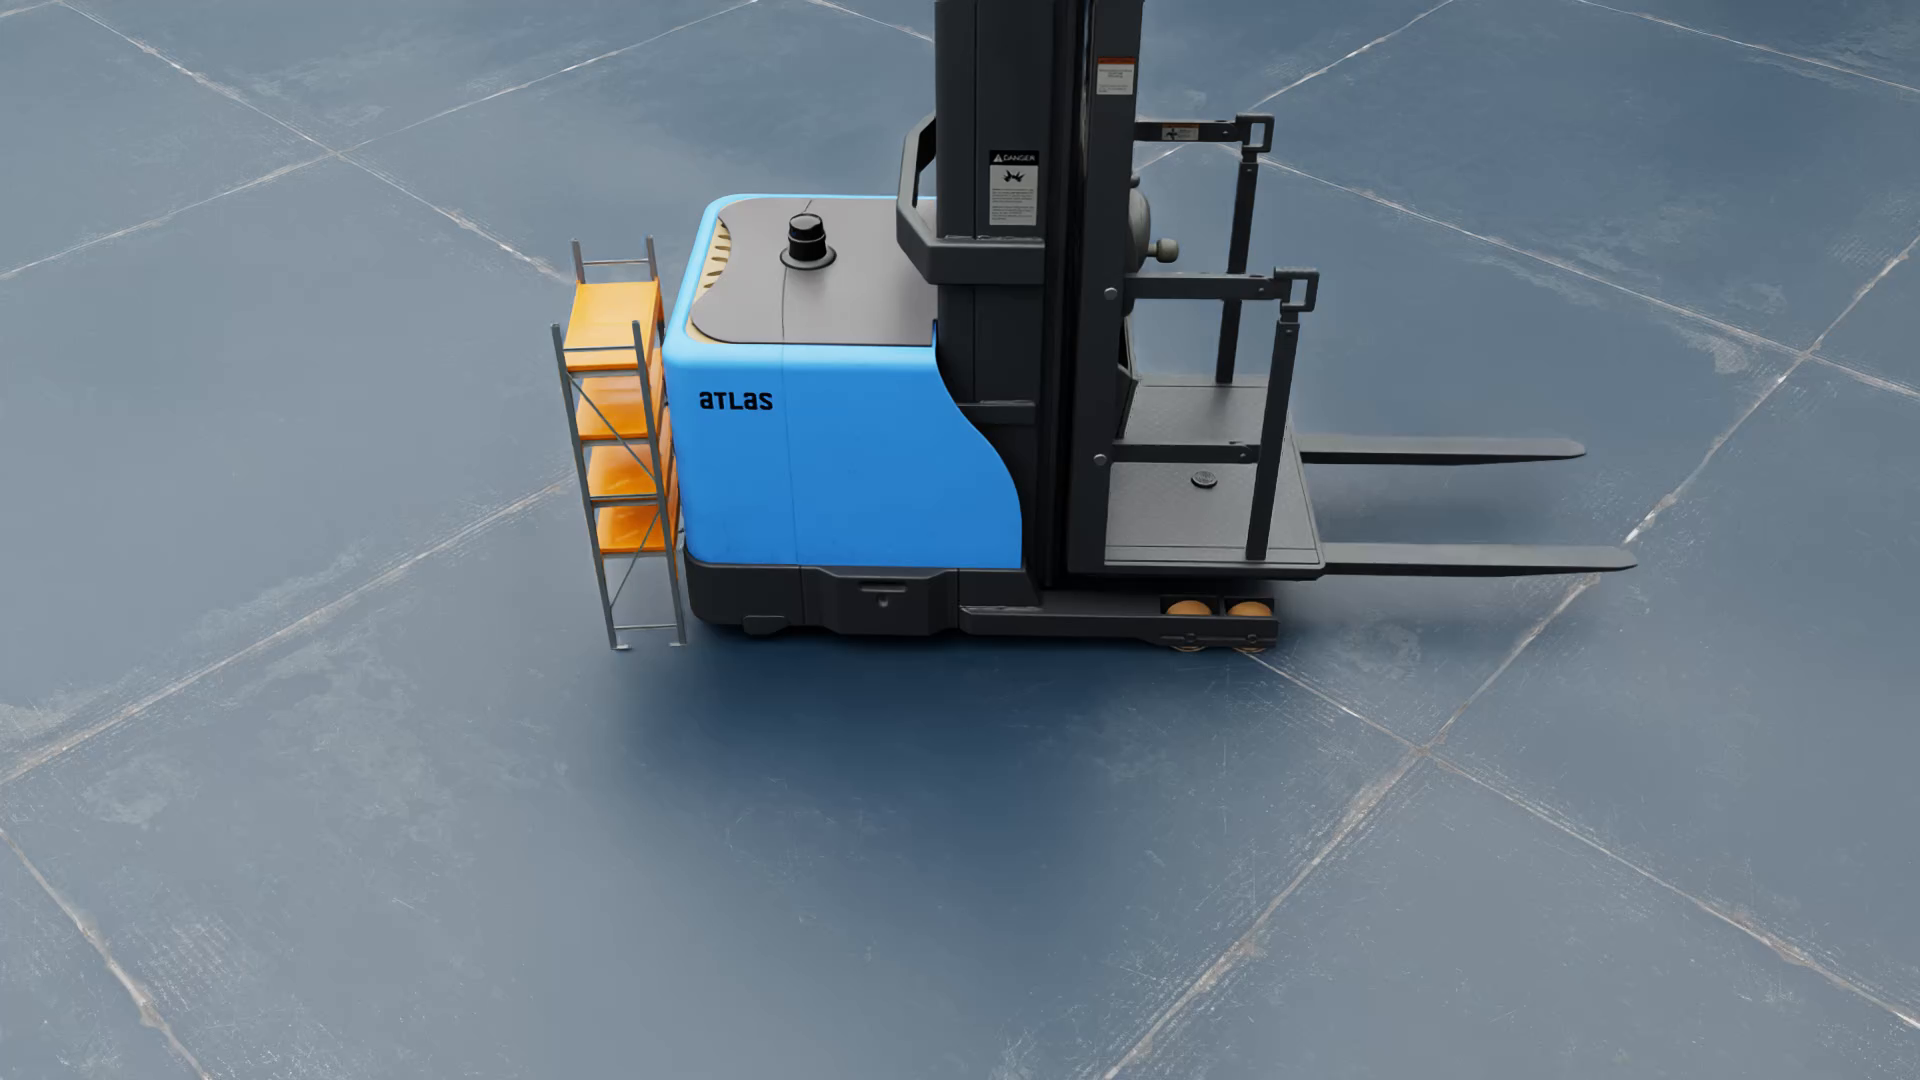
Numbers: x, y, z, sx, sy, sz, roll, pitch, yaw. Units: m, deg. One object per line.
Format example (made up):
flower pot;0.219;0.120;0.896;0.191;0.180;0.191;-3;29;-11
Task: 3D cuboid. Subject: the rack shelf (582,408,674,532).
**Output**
rack shelf;-1.015;-0.226;5.177;0.258;0.148;0.480;-3;39;-3

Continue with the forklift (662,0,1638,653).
forklift;0.655;-1.125;4.810;3.031;2.935;1.130;1;39;1

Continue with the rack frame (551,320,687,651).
rack frame;-0.999;-0.127;4.944;0.240;1.200;0.015;-3;39;-3

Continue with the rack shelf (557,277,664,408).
rack shelf;-1.018;-0.586;4.890;0.258;0.148;0.480;-3;39;-3

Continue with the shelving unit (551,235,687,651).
shelving unit;-1.016;-0.279;5.135;0.258;1.200;0.503;-3;39;-3

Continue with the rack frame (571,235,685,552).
rack frame;-1.032;-0.430;5.325;0.240;1.200;0.015;-3;39;-3

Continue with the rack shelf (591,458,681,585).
rack shelf;-1.014;-0.071;5.300;0.258;0.148;0.480;-3;39;-3

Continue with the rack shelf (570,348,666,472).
rack shelf;-1.017;-0.401;5.037;0.258;0.148;0.480;-3;39;-3
